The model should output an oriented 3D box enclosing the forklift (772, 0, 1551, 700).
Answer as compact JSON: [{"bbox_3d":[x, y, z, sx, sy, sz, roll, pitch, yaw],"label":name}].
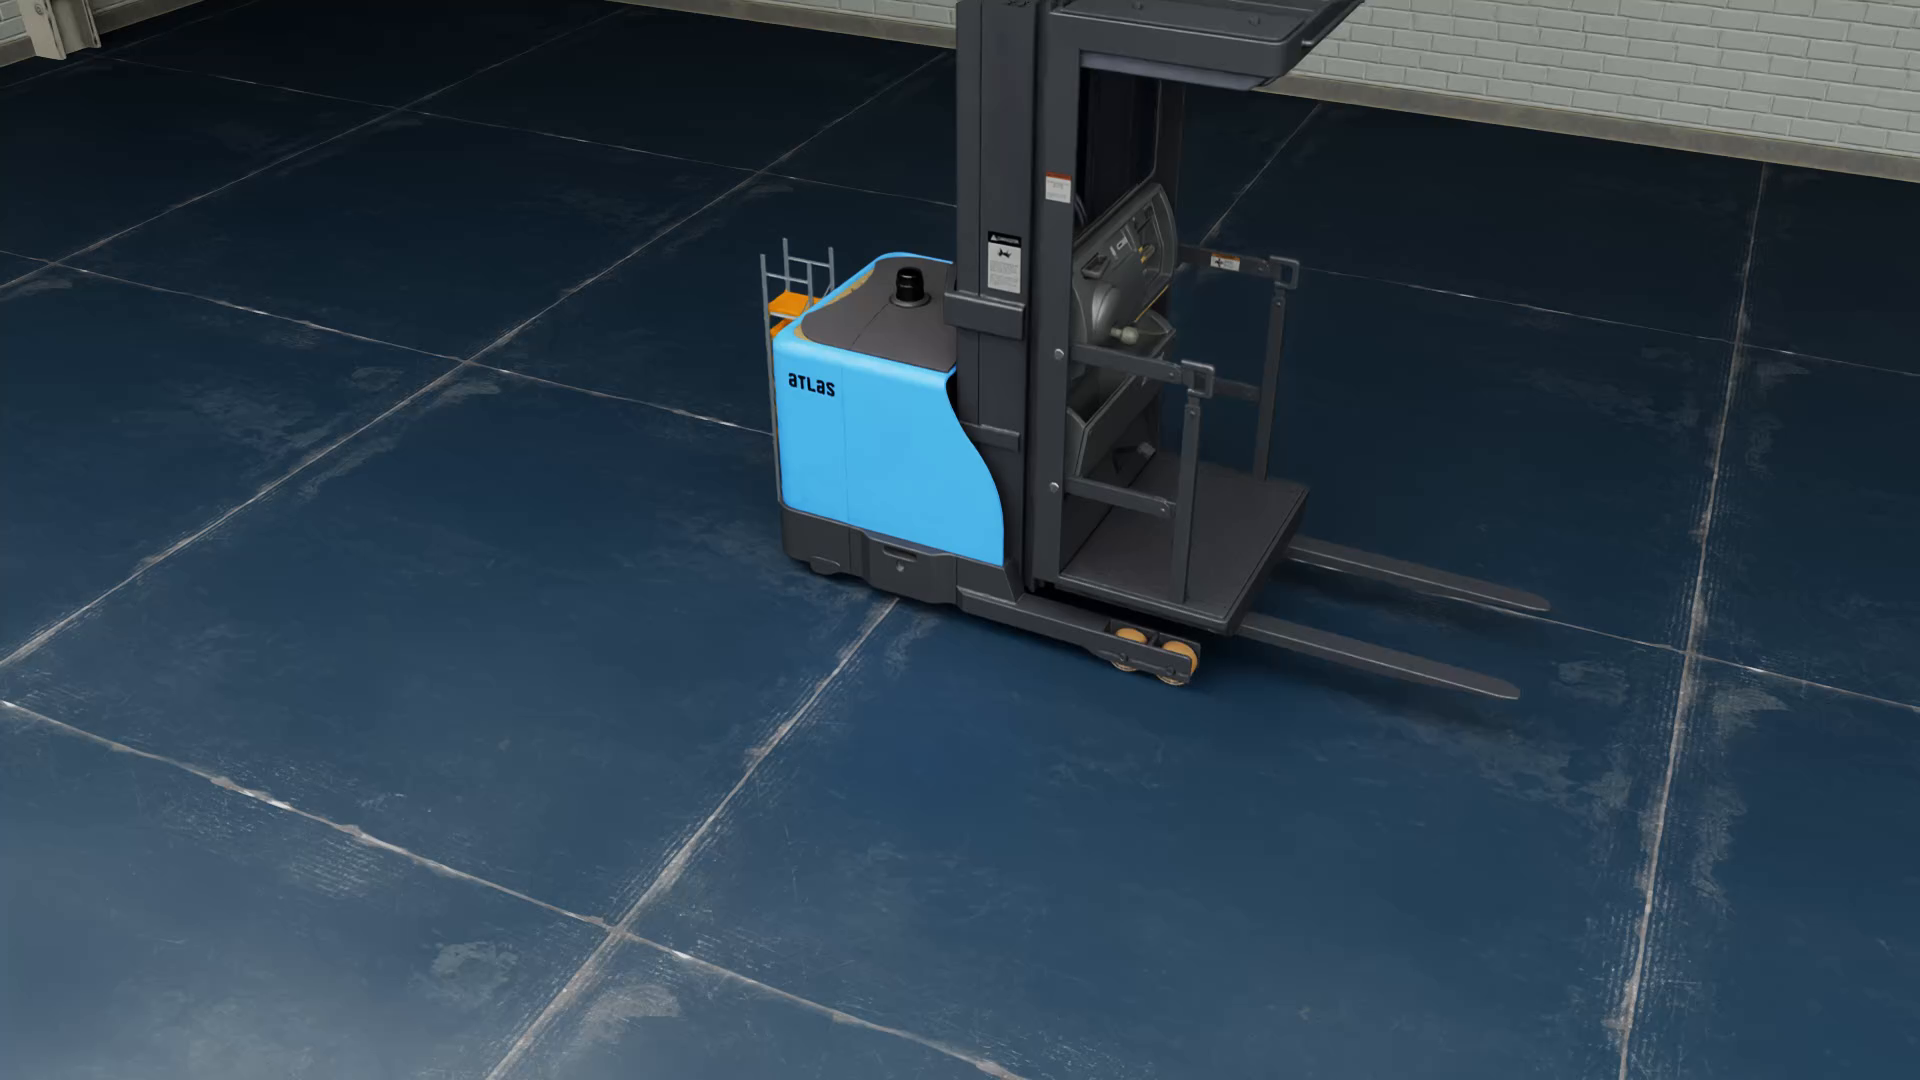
[{"bbox_3d":[0.798,-1.001,6.104,3.031,2.935,1.130,15,36,22],"label":"forklift"}]

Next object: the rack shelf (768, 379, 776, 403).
[{"bbox_3d":[-0.675,-0.658,7.240,0.258,0.103,0.180,14,36,21],"label":"rack shelf"}]

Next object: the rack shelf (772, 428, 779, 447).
[{"bbox_3d":[-0.675,-0.457,7.372,0.258,0.103,0.180,14,36,21],"label":"rack shelf"}]

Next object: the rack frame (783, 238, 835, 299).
[{"bbox_3d":[-0.636,-0.741,7.285,0.240,1.200,0.006,14,36,21],"label":"rack frame"}]

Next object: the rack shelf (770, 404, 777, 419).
[{"bbox_3d":[-0.675,-0.558,7.306,0.258,0.103,0.180,14,36,21],"label":"rack shelf"}]

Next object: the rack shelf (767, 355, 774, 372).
[{"bbox_3d":[-0.675,-0.758,7.174,0.258,0.103,0.180,14,36,21],"label":"rack shelf"}]

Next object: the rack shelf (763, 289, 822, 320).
[{"bbox_3d":[-0.675,-0.959,7.043,0.258,0.103,0.180,14,36,21],"label":"rack shelf"}]

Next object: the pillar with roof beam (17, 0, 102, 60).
[{"bbox_3d":[-3.146,-6.647,9.181,9.100,9.000,0.400,14,36,20],"label":"pillar with roof beam"}]

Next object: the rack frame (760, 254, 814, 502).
[{"bbox_3d":[-0.714,-0.650,7.147,0.240,1.200,0.006,14,36,21],"label":"rack frame"}]

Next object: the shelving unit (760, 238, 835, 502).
[{"bbox_3d":[-0.675,-0.695,7.216,0.258,1.200,0.189,14,36,21],"label":"shelving unit"}]

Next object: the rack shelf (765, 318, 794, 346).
[{"bbox_3d":[-0.675,-0.859,7.109,0.258,0.103,0.180,14,36,21],"label":"rack shelf"}]
